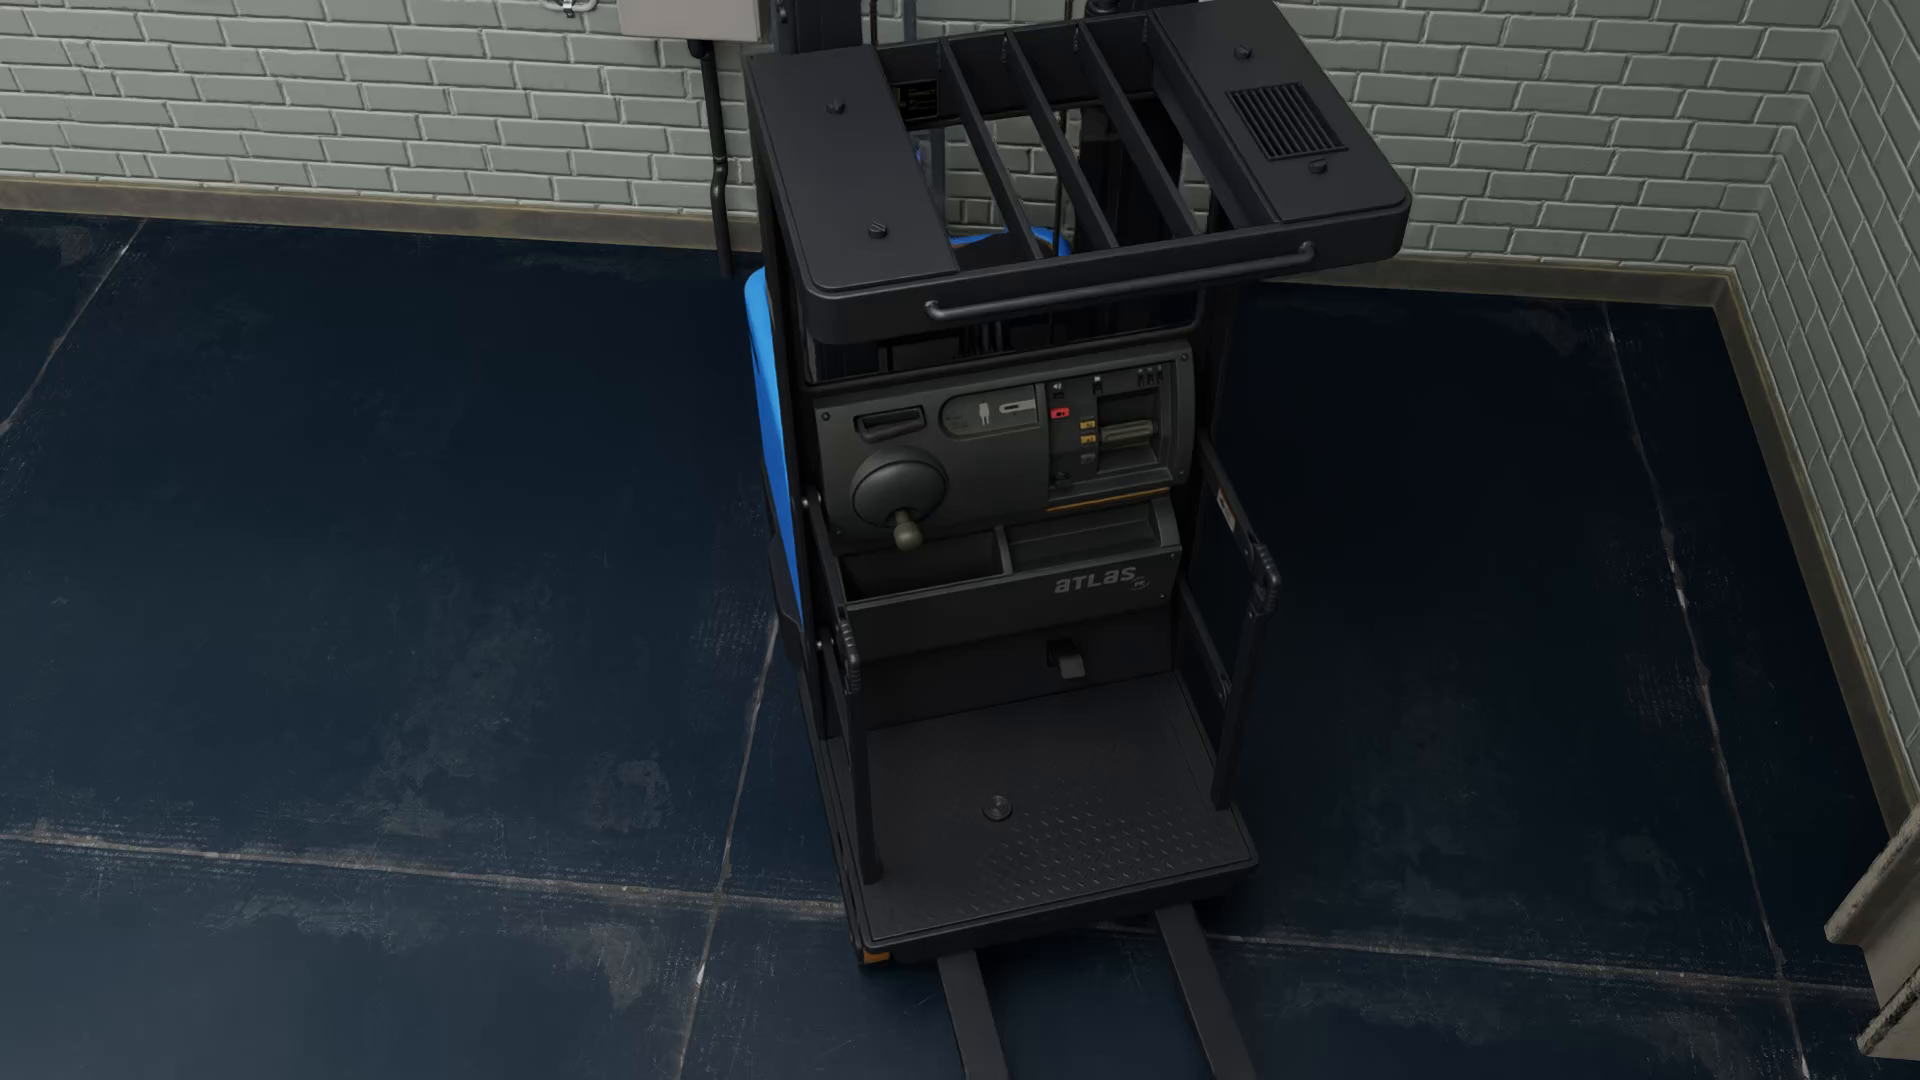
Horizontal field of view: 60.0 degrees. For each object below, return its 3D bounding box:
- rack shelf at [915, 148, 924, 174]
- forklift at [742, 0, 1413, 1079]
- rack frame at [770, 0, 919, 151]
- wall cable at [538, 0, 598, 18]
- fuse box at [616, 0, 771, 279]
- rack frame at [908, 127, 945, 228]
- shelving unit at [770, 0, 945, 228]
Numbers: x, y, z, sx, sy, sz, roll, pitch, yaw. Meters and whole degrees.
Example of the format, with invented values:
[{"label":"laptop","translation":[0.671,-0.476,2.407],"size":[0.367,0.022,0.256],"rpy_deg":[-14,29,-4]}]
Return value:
[{"label":"rack shelf","translation":[-0.350,-1.010,5.902],"size":[0.538,0.185,1.000],"rpy_deg":[-4,48,-4]},{"label":"forklift","translation":[0.172,-0.125,3.878],"size":[1.130,2.935,3.031],"rpy_deg":[-10,48,-9]},{"label":"rack frame","translation":[-0.403,-1.505,6.110],"size":[0.500,1.500,0.032],"rpy_deg":[-4,48,-4]},{"label":"wall cable","translation":[-1.583,-2.571,5.380],"size":[0.588,1.984,0.122],"rpy_deg":[4,48,4]},{"label":"fuse box","translation":[-0.918,-1.632,6.083],"size":[0.539,1.711,0.414],"rpy_deg":[4,48,4]},{"label":"rack frame","translation":[-0.297,-0.759,5.428],"size":[0.500,1.500,0.032],"rpy_deg":[-4,48,-4]},{"label":"shelving unit","translation":[-0.350,-1.132,5.769],"size":[0.538,1.500,1.048],"rpy_deg":[-4,48,-4]}]
